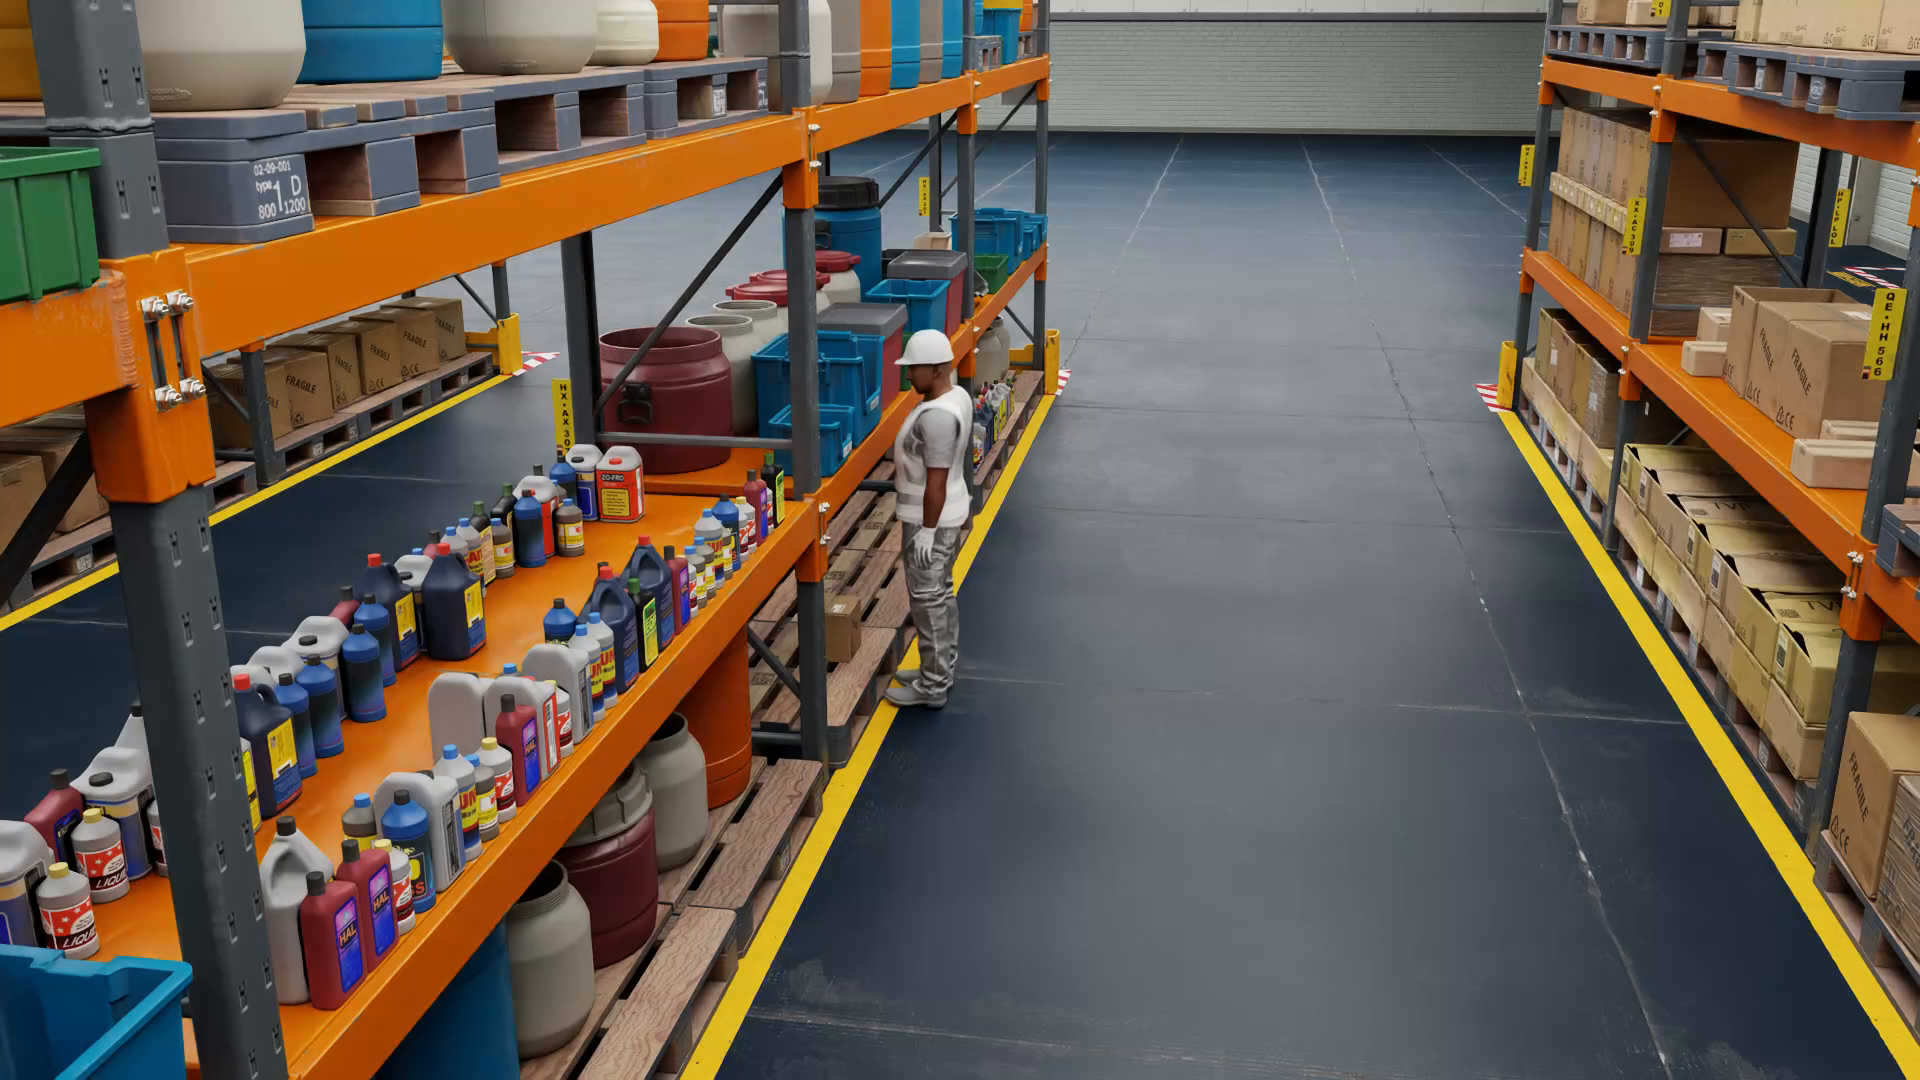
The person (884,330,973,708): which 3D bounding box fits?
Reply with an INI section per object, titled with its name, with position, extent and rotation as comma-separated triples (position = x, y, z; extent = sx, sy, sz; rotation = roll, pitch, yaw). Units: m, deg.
[person]
position = -0.155, -0.096, 7.770
extent = 0.404, 1.789, 0.561
rotation = 3, 18, 8
